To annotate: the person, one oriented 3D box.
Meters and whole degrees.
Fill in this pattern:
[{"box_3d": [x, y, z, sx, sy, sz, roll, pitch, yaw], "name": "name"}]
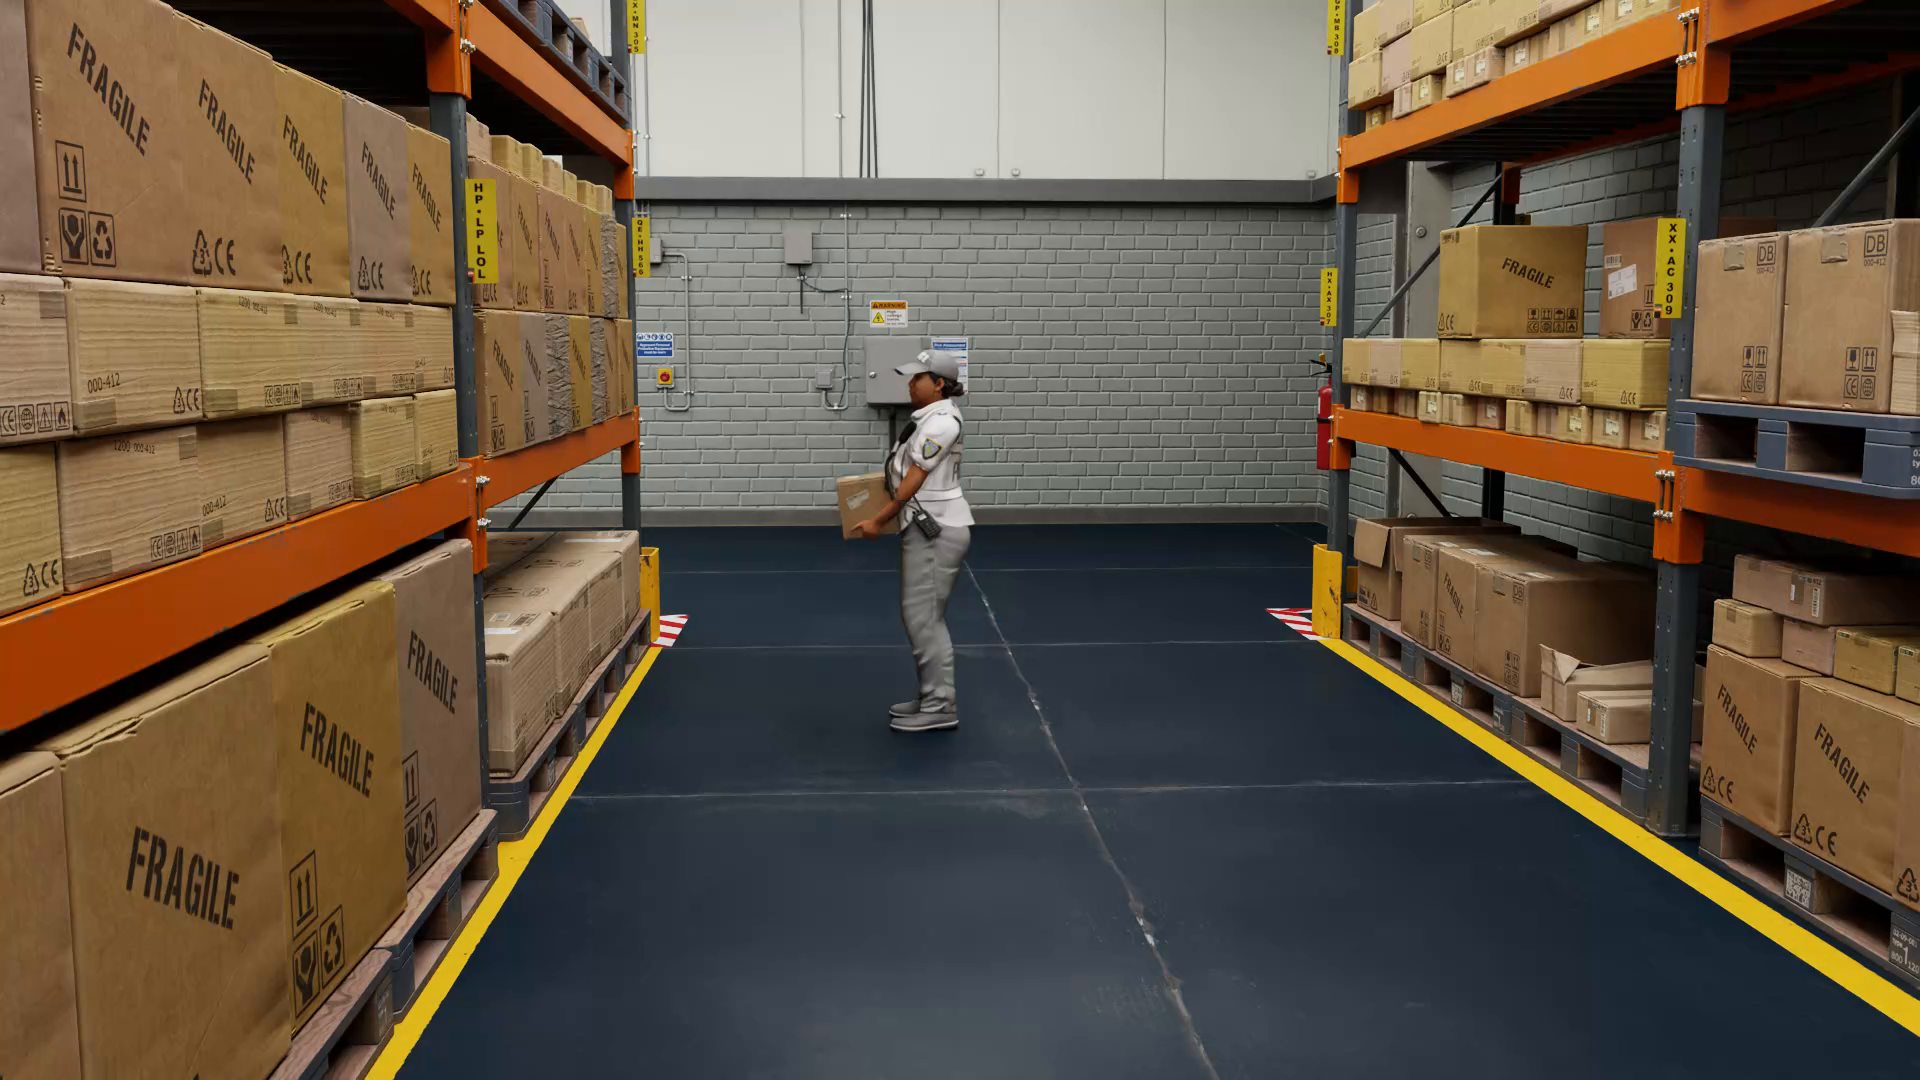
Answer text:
[{"box_3d": [-0.214, -0.005, 7.326, 0.536, 1.662, 0.452, 0, 7, -4], "name": "person"}]
